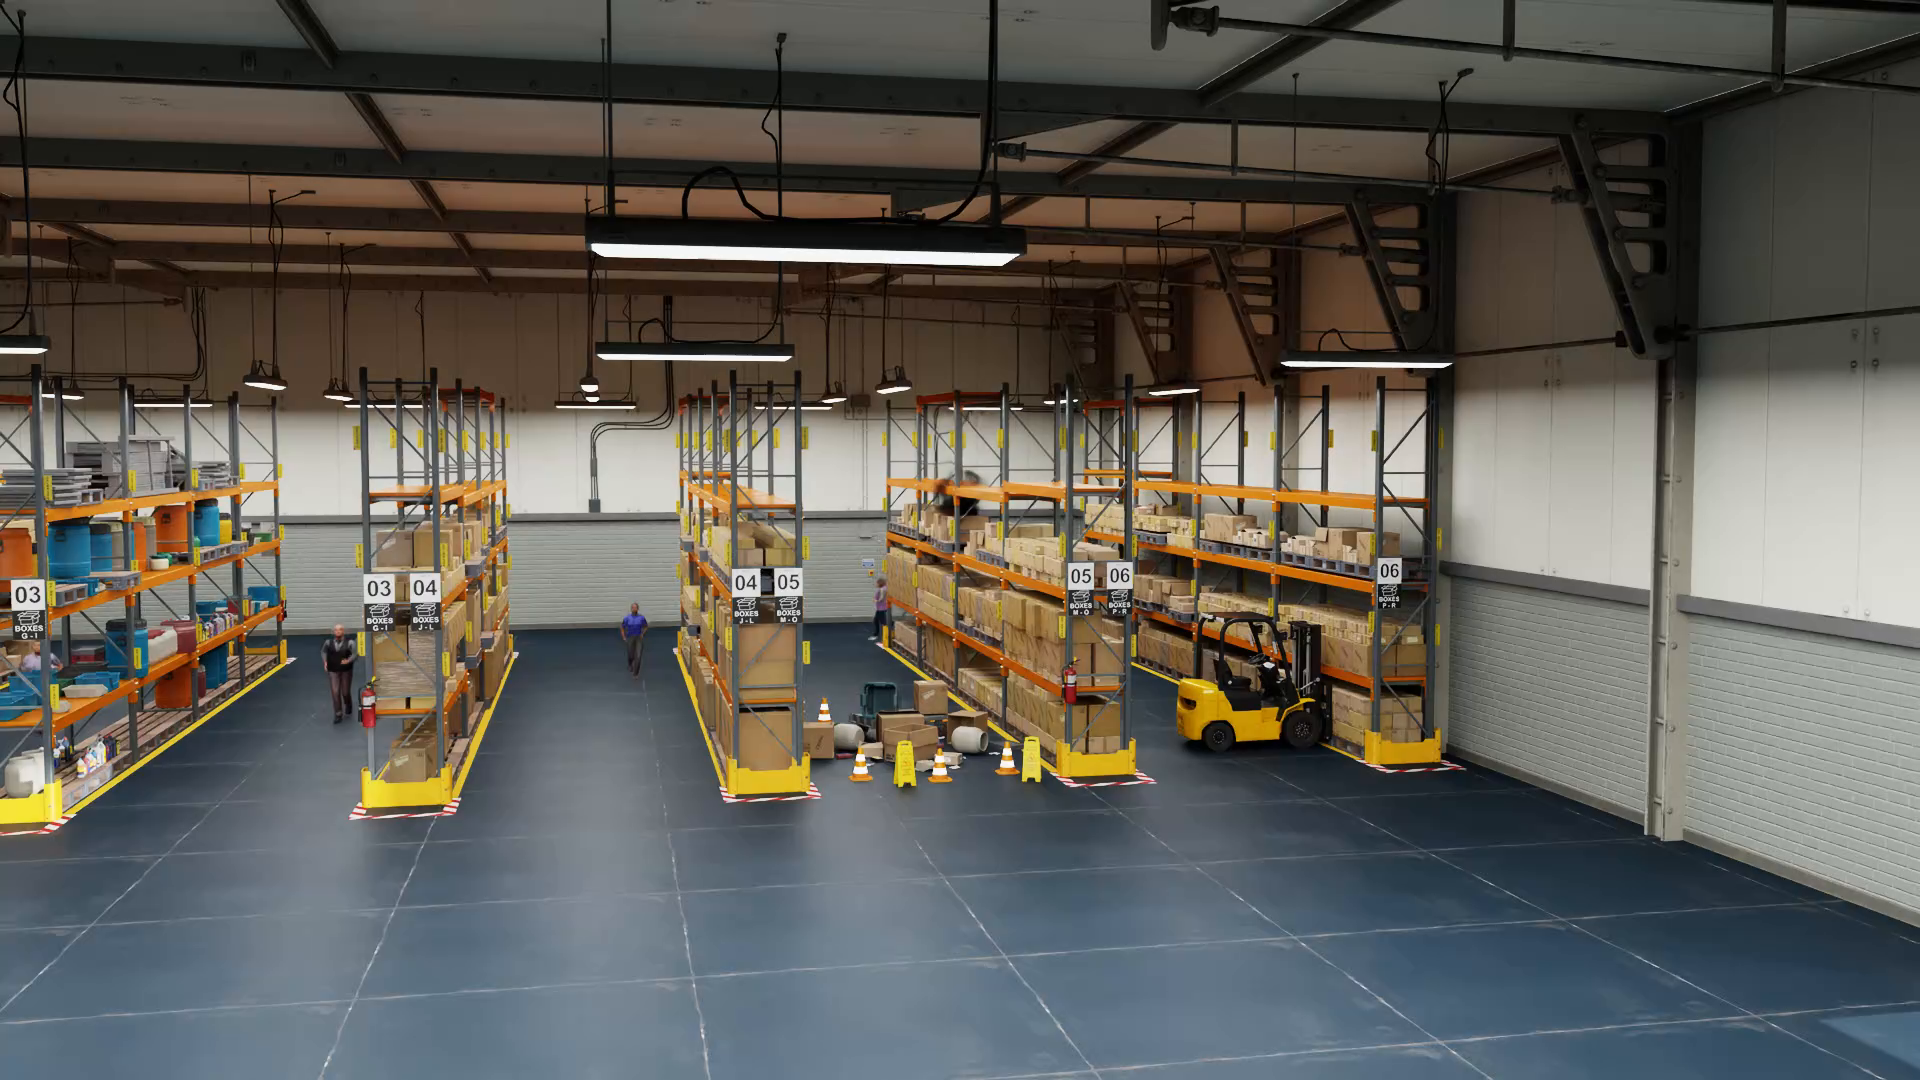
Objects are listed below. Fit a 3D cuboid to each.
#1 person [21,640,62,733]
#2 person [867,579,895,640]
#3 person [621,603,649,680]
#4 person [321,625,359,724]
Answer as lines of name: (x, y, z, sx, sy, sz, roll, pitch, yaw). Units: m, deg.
person: (-15.616, 2.503, 28.232, 0.579, 1.629, 0.643, -1, 4, -14)
person: (-1.921, 1.757, 41.708, 0.821, 1.562, 0.571, 0, 3, -1)
person: (-6.839, 2.135, 34.982, 0.583, 1.605, 0.558, -1, 3, -13)
person: (-11.113, 2.373, 29.798, 0.665, 1.725, 0.803, -1, 3, -13)
